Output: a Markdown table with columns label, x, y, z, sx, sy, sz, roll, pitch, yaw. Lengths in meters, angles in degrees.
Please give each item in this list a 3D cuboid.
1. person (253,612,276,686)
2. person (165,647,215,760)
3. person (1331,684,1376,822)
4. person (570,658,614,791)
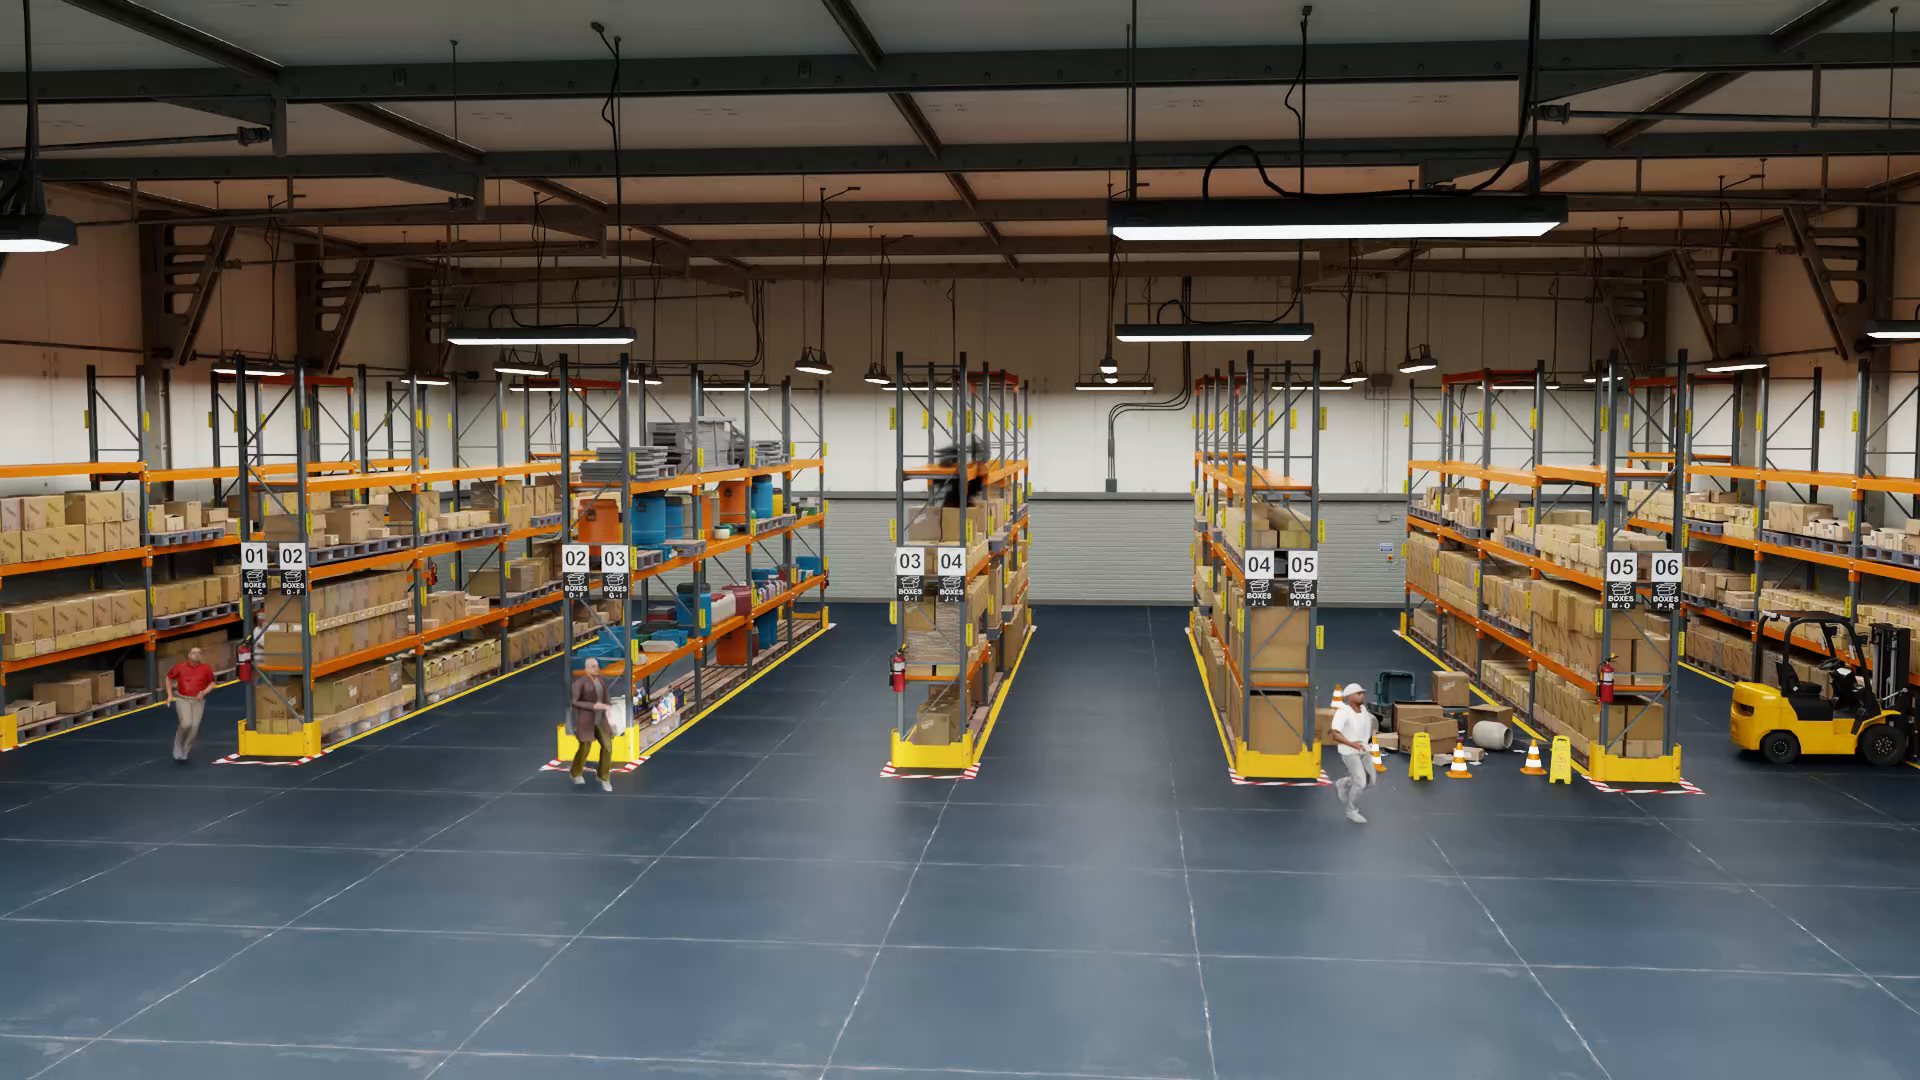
| label | x | y | z | sx | sy | sz | roll | pitch | yaw |
| --- | --- | --- | --- | --- | --- | --- | --- | --- | --- |
| person | -12.063 | 2.110 | 28.801 | 0.549 | 1.755 | 0.781 | 0 | 4 | -6 |
| person | -11.336 | 2.418 | 24.572 | 0.654 | 1.668 | 0.597 | -3 | 5 | -36 |
| person | 4.946 | 2.661 | 20.945 | 0.736 | 1.726 | 0.613 | -4 | 5 | -42 |
| person | -5.000 | 2.527 | 22.628 | 0.834 | 1.868 | 0.736 | 4 | 5 | 42 |
